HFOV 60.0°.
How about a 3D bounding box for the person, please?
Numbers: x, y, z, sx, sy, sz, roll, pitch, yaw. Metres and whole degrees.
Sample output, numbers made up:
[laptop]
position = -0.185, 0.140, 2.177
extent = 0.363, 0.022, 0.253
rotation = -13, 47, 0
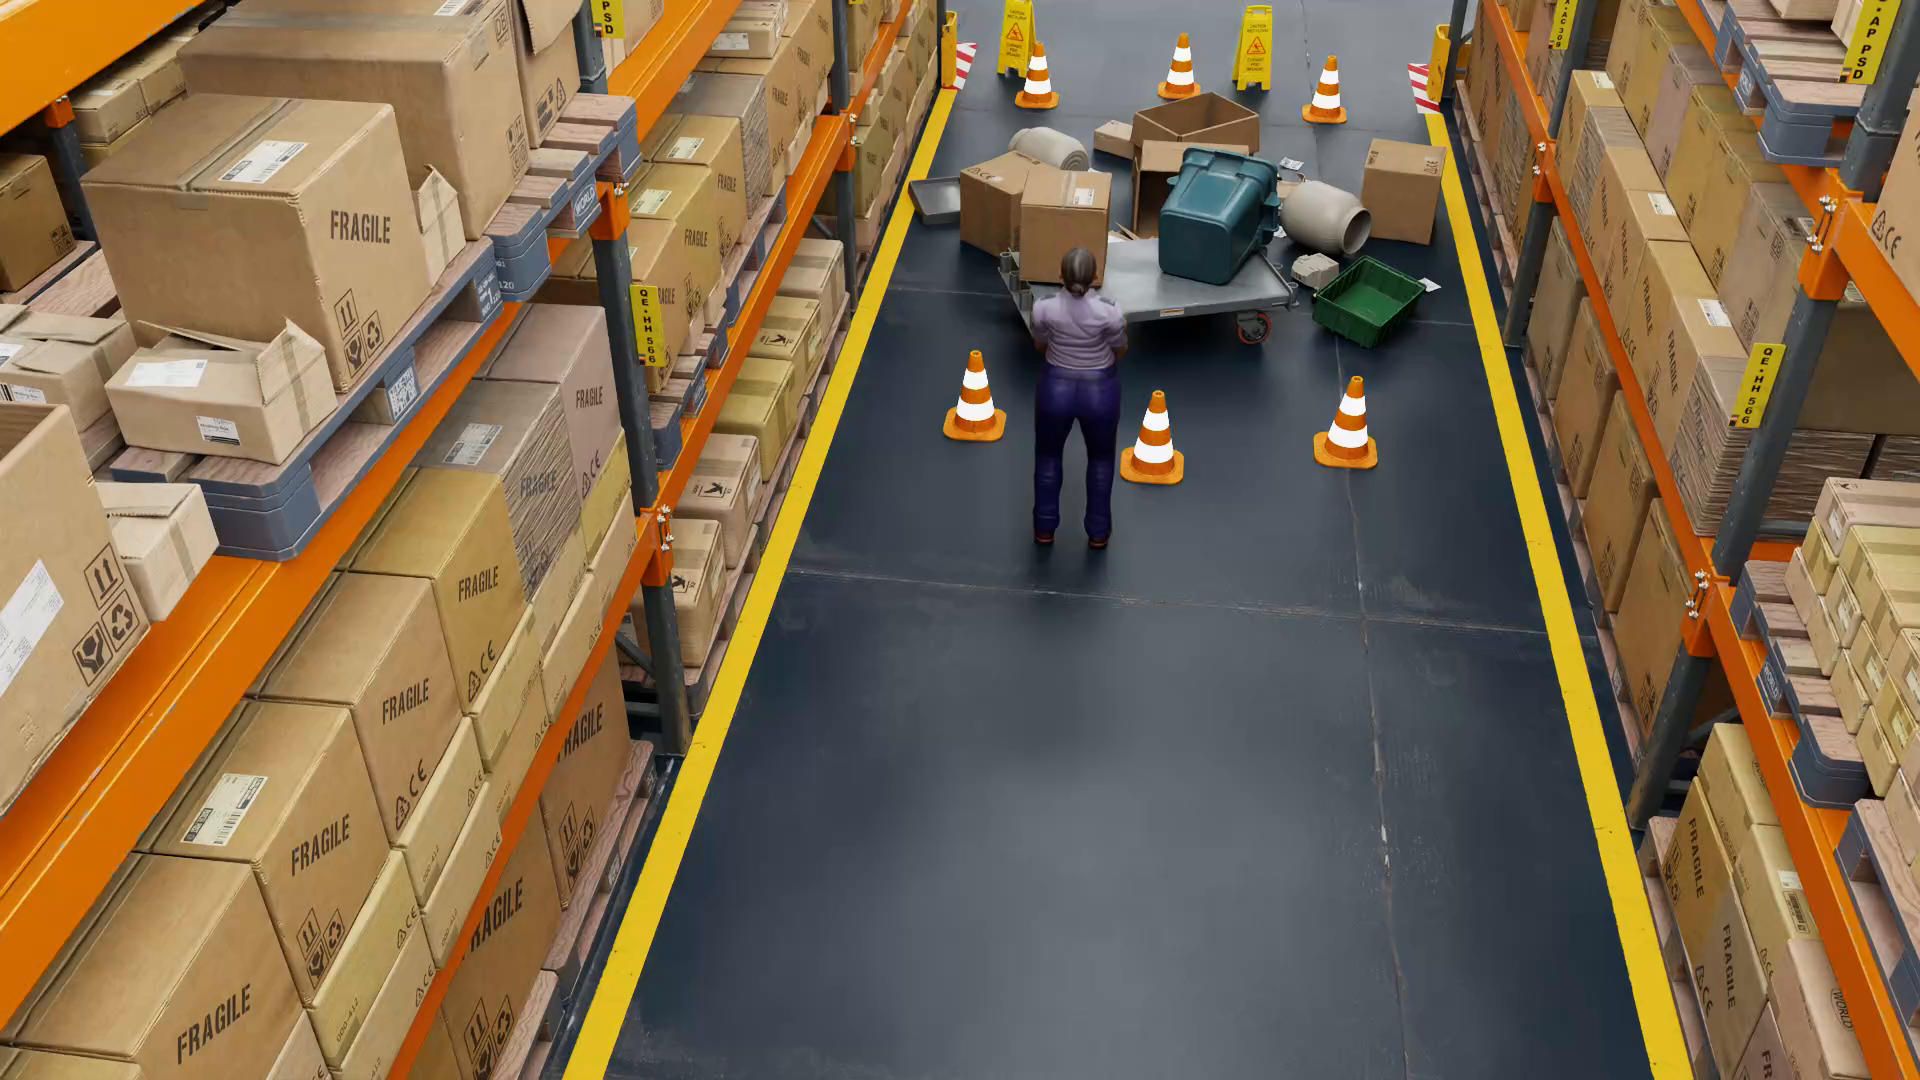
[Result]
[person]
position = 0.572, -0.736, 8.061
extent = 0.453, 1.636, 0.524
rotation = 5, 37, 7
